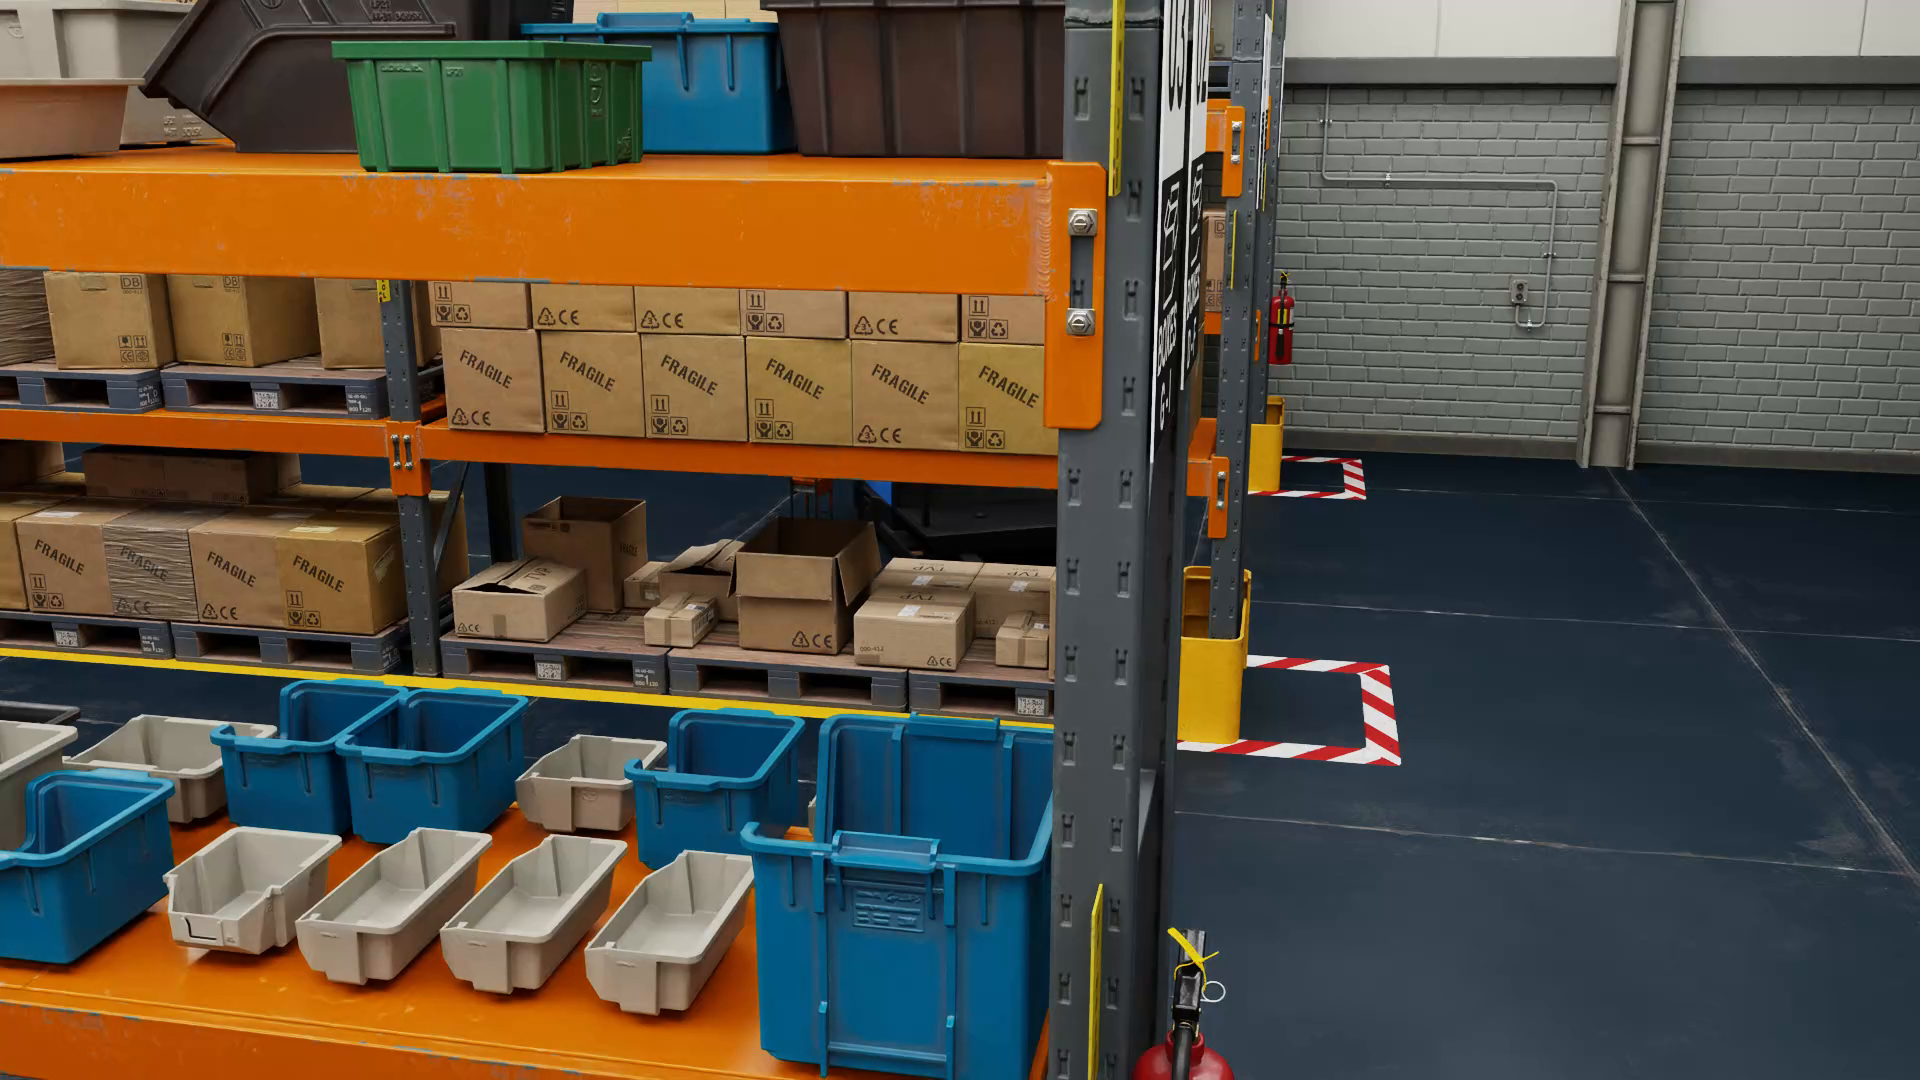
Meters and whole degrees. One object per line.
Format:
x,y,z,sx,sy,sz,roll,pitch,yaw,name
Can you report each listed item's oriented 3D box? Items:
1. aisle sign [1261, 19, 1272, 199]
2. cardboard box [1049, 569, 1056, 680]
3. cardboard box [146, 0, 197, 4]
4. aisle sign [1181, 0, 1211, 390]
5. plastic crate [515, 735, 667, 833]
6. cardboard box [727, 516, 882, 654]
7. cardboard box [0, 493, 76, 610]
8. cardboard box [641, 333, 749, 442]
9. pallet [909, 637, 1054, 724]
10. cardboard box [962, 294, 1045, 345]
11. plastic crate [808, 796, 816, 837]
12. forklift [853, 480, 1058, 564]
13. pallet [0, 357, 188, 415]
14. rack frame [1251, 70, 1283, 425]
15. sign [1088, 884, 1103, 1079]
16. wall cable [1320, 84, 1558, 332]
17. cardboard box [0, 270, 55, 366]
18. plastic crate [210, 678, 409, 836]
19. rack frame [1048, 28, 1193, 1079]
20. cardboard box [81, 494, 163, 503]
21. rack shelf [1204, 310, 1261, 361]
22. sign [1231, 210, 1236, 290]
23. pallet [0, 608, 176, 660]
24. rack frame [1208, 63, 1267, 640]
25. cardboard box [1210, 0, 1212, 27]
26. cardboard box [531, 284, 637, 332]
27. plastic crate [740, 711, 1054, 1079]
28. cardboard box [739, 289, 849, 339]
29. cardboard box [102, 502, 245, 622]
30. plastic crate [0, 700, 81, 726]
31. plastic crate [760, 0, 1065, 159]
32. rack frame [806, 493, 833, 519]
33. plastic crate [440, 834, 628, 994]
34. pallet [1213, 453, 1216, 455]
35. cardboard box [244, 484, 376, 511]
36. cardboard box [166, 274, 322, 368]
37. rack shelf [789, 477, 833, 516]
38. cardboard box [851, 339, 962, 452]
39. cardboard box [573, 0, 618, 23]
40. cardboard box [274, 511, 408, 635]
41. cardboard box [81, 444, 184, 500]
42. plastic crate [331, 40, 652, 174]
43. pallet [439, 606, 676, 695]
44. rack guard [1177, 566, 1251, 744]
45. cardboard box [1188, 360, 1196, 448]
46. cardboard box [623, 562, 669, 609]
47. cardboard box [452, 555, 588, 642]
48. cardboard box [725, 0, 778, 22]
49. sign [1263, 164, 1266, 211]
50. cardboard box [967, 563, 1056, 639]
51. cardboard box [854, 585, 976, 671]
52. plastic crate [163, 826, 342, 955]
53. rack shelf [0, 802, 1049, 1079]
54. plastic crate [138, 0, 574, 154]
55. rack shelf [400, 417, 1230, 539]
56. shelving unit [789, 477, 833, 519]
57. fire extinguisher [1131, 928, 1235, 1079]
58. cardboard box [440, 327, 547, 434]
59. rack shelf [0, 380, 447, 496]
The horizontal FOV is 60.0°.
1.417,-1.991,7.690,0.004,0.787,0.394,3,16,11,aisle sign
0.710,0.363,7.920,0.500,0.500,0.500,3,16,11,cardboard box
-3.766,-2.698,8.331,0.600,0.600,0.600,3,16,10,cardboard box
0.431,-0.696,3.016,0.004,0.787,0.394,3,16,11,aisle sign
-0.838,0.555,3.752,0.298,0.136,0.250,3,16,11,plastic crate
-0.786,0.212,8.460,0.637,0.503,0.797,3,16,11,cardboard box
-5.154,0.056,9.031,0.500,0.500,0.500,3,16,10,cardboard box
-1.190,-0.774,7.979,0.500,0.500,0.500,3,16,11,cardboard box
0.436,0.633,8.312,1.213,0.211,1.003,3,16,11,pallet
0.306,-1.173,7.548,0.500,0.500,0.500,4,16,13,cardboard box
-0.173,0.591,3.621,0.298,0.136,0.250,3,16,11,plastic crate
0.185,-1.254,10.027,1.130,2.935,3.031,-5,16,-17,forklift
-4.641,-0.896,8.966,1.213,0.211,1.003,3,16,11,pallet
2.275,-1.961,12.452,0.127,3.000,1.000,3,16,11,rack frame
0.207,0.697,2.552,0.005,0.325,0.100,3,16,11,sign
3.719,-2.630,12.964,1.851,1.984,0.084,3,16,11,wall cable
-5.050,-1.238,8.870,0.500,0.500,0.700,6,17,22,cardboard box
-1.460,0.497,3.779,0.300,0.233,0.416,3,16,11,plastic crate
0.301,0.631,3.096,0.127,3.000,1.000,3,16,11,rack frame
-4.562,-0.056,9.432,0.500,0.500,0.500,3,16,9,cardboard box
0.316,-1.721,12.932,4.000,0.370,1.077,3,16,11,rack shelf
1.162,-1.231,7.056,0.005,0.325,0.100,3,16,11,sign
-4.632,0.369,9.266,1.213,0.211,1.003,3,16,11,pallet
1.292,-0.665,7.773,0.127,3.000,1.000,3,16,11,rack frame
1.608,-4.048,12.270,0.500,0.500,0.500,2,16,9,cardboard box
-1.716,-1.282,7.940,0.500,0.500,0.500,3,16,9,cardboard box
-0.064,0.616,2.971,0.499,0.435,0.616,3,16,11,plastic crate
-0.707,-1.227,7.742,0.500,0.500,0.500,4,16,13,cardboard box
-4.143,0.108,8.840,0.500,0.500,0.500,3,16,12,cardboard box
-2.468,0.511,3.932,0.590,0.125,0.437,3,16,11,plastic crate
-0.021,-0.845,3.050,0.590,0.269,0.497,3,16,11,plastic crate
-0.966,-0.632,11.306,0.200,1.050,0.008,6,16,19,rack frame
-0.815,0.714,3.178,0.243,0.136,0.396,3,16,11,plastic crate
1.476,-0.639,12.904,1.213,0.211,1.003,3,16,11,pallet
-3.578,0.000,9.231,0.500,0.500,0.500,3,16,12,cardboard box
-3.734,-1.232,8.846,0.500,0.500,0.700,6,16,20,cardboard box
-1.007,-0.323,11.272,0.215,0.259,0.240,6,16,19,rack shelf
-0.198,-0.720,7.786,0.500,0.500,0.500,3,16,12,cardboard box
-1.711,-2.375,7.672,0.500,0.250,0.500,3,16,11,cardboard box
-3.169,0.164,8.640,0.500,0.500,0.500,3,16,11,cardboard box
-4.525,-0.416,9.327,0.500,0.250,0.500,3,16,10,cardboard box
-0.722,-0.690,2.644,0.336,0.188,0.450,3,16,11,plastic crate
-1.955,0.503,8.781,1.213,0.211,1.003,3,16,11,pallet
1.217,0.536,8.122,0.348,0.500,1.175,3,16,11,rack guard
0.799,-0.666,7.589,0.500,0.500,0.500,4,16,13,cardboard box
-1.634,0.245,9.006,0.250,0.149,0.380,3,16,11,cardboard box
-2.260,0.285,8.557,0.500,0.311,0.500,3,16,11,cardboard box
-0.733,-2.319,7.469,0.500,0.250,0.500,3,16,11,cardboard box
2.154,-2.492,11.756,0.005,0.325,0.100,3,16,11,sign
0.326,0.318,8.550,0.500,0.250,0.500,3,16,11,cardboard box
-0.215,0.425,8.164,0.500,0.250,0.500,3,16,11,cardboard box
-1.387,0.694,3.248,0.250,0.136,0.298,3,16,11,plastic crate
-1.659,0.871,3.576,4.000,0.370,1.077,3,16,11,rack shelf
-1.141,-0.938,3.257,0.767,0.338,0.504,3,16,11,plastic crate
-0.668,-0.425,8.253,4.000,0.370,1.077,3,16,11,rack shelf
-1.007,-0.601,11.195,0.215,1.050,0.252,6,16,19,shelving unit
0.358,0.975,2.698,0.183,0.674,0.296,3,16,11,fire extinguisher
-2.183,-0.827,8.173,0.500,0.500,0.500,4,16,13,cardboard box
-4.588,-0.637,9.022,4.000,0.370,1.077,3,16,11,rack shelf
